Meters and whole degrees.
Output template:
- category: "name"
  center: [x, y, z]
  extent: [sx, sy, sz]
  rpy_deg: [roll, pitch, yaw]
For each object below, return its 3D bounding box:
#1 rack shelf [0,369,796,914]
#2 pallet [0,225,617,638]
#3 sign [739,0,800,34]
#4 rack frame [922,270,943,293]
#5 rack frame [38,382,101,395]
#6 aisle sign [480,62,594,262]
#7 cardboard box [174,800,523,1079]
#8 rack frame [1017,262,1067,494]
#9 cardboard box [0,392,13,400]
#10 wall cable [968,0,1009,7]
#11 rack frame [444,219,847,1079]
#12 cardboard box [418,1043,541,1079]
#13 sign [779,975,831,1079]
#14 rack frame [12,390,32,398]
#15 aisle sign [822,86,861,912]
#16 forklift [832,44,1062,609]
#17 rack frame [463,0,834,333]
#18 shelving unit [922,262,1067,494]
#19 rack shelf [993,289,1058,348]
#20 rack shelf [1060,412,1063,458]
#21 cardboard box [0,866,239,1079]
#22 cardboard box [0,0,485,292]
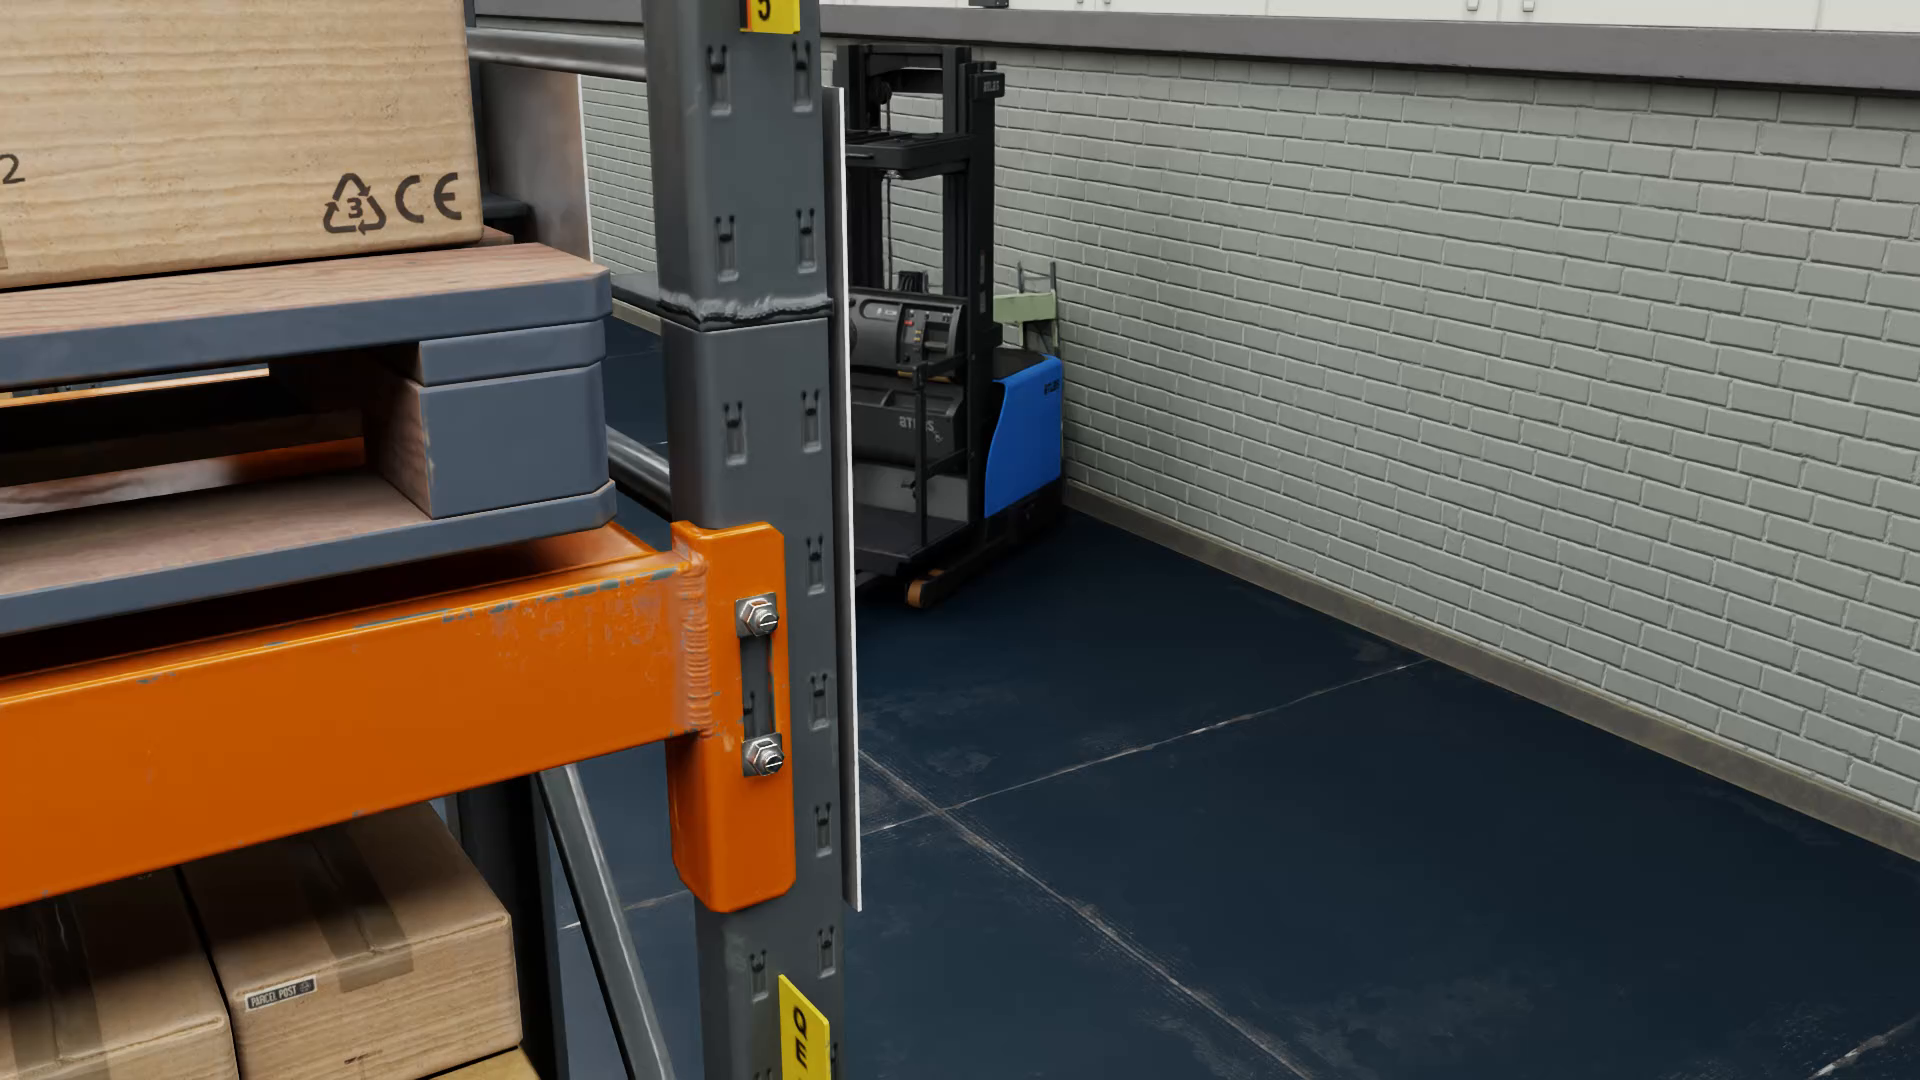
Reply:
- category: "rack shelf"
  center: [-2.108, 0.375, 0.892]
  extent: [4.000, 0.370, 1.077]
  rpy_deg: [-12, 22, -31]
- category: "pallet"
  center: [-1.052, -0.143, 1.438]
  extent: [1.213, 0.211, 1.003]
  rpy_deg: [-12, 22, -31]
- category: "sign"
  center: [-0.151, -0.552, 1.253]
  extent: [0.005, 0.325, 0.100]
  rpy_deg: [-12, 22, -31]
- category: "rack frame"
  center: [-0.078, -0.954, 10.514]
  extent: [0.023, 1.500, 0.400]
  rpy_deg: [-10, 12, -32]
- category: "rack frame"
  center: [-3.245, -0.203, 6.163]
  extent: [0.127, 3.000, 1.000]
  rpy_deg: [-12, 22, -31]
- category: "aisle sign"
  center: [-0.537, -0.219, 2.150]
  extent: [0.004, 0.787, 0.394]
  rpy_deg: [-12, 22, -31]
- category: "cardboard box"
  center: [-0.628, 0.391, 1.674]
  extent: [0.250, 0.149, 0.380]
  rpy_deg: [-12, 22, -31]
- category: "rack frame"
  center: [0.537, -1.062, 10.897]
  extent: [0.023, 1.500, 0.400]
  rpy_deg: [-10, 12, -32]
- category: "cardboard box"
  center: [-3.490, -0.718, 5.504]
  extent: [0.500, 0.500, 0.500]
  rpy_deg: [-12, 22, -32]
- category: "wall cable"
  center: [0.730, -5.988, 8.883]
  extent: [0.120, 5.999, 2.277]
  rpy_deg: [-12, 22, -31]
- category: "rack frame"
  center: [-0.438, 1.103, 2.299]
  extent: [0.127, 3.000, 1.000]
  rpy_deg: [-12, 22, -31]
- category: "cardboard box"
  center: [-0.710, 0.730, 1.683]
  extent: [0.500, 0.500, 0.500]
  rpy_deg: [-11, 22, -30]
- category: "sign"
  center: [-0.151, 0.590, 1.639]
  extent: [0.005, 0.325, 0.100]
  rpy_deg: [-12, 22, -31]
- category: "rack frame"
  center: [-5.888, -1.548, 10.140]
  extent: [0.127, 3.000, 1.000]
  rpy_deg: [-12, 22, -31]
- category: "aisle sign"
  center: [-0.208, -0.058, 1.675]
  extent: [0.004, 0.787, 0.394]
  rpy_deg: [-12, 22, -31]
- category: "forklift"
  center: [-0.513, -1.173, 9.138]
  extent: [1.130, 2.935, 3.031]
  rpy_deg: [10, 21, 28]
- category: "rack frame"
  center: [-0.438, -1.739, 1.338]
  extent: [0.127, 3.000, 1.000]
  rpy_deg: [-12, 22, -31]
- category: "shelving unit"
  center: [0.230, -1.008, 10.705]
  extent: [0.755, 1.500, 0.431]
  rpy_deg: [-10, 12, -32]
- category: "rack shelf"
  center: [0.206, -1.391, 10.635]
  extent: [0.720, 0.370, 0.431]
  rpy_deg: [-10, 12, -32]
- category: "rack shelf"
  center: [0.249, -0.688, 10.764]
  extent: [0.720, 0.370, 0.431]
  rpy_deg: [-10, 12, -32]
- category: "cardboard box"
  center: [-0.827, 0.442, 1.522]
  extent: [0.250, 0.149, 0.380]
  rpy_deg: [-11, 22, -30]
- category: "cardboard box"
  center: [-0.764, -0.390, 1.454]
  extent: [0.500, 0.250, 0.500]
  rpy_deg: [-14, 23, -36]
